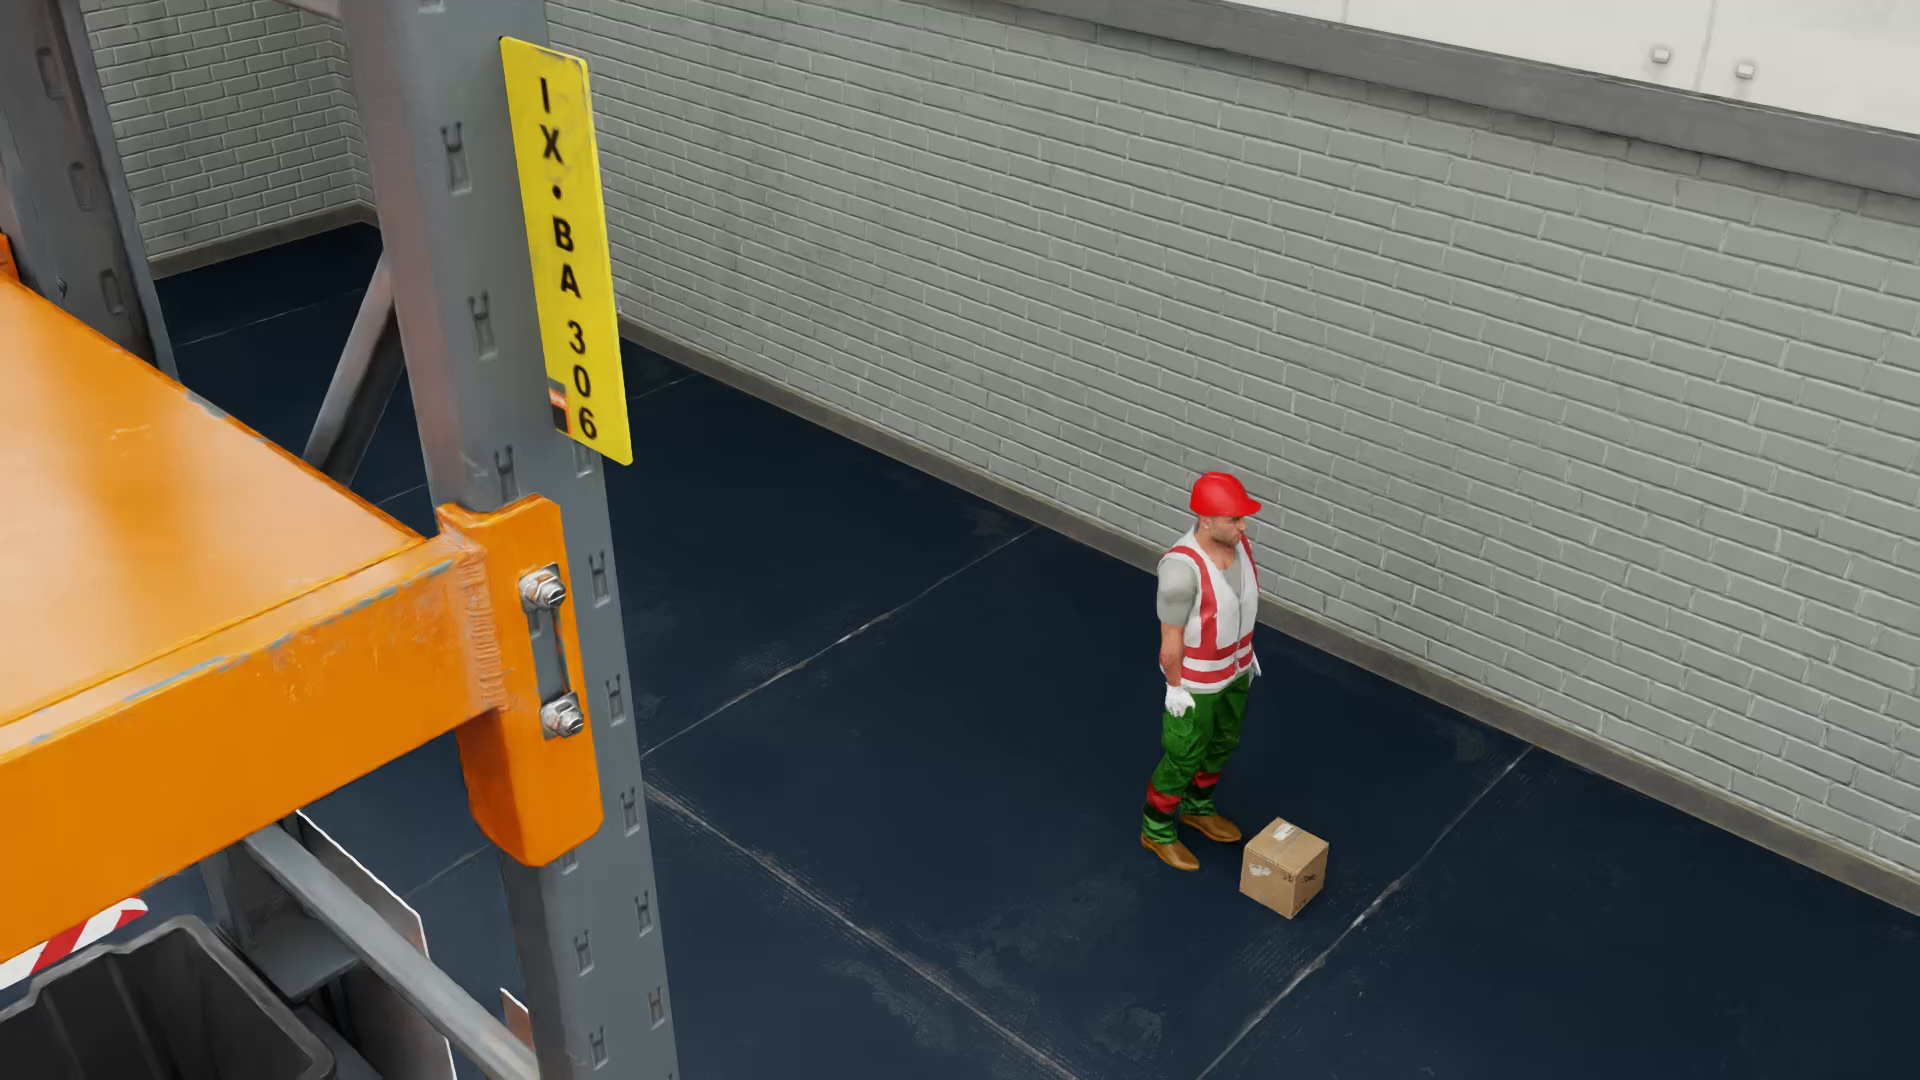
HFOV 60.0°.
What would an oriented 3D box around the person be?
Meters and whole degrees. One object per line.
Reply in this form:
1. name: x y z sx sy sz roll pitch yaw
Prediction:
1. person: 1.003 0.536 6.744 0.346 1.805 0.524 26 40 36
